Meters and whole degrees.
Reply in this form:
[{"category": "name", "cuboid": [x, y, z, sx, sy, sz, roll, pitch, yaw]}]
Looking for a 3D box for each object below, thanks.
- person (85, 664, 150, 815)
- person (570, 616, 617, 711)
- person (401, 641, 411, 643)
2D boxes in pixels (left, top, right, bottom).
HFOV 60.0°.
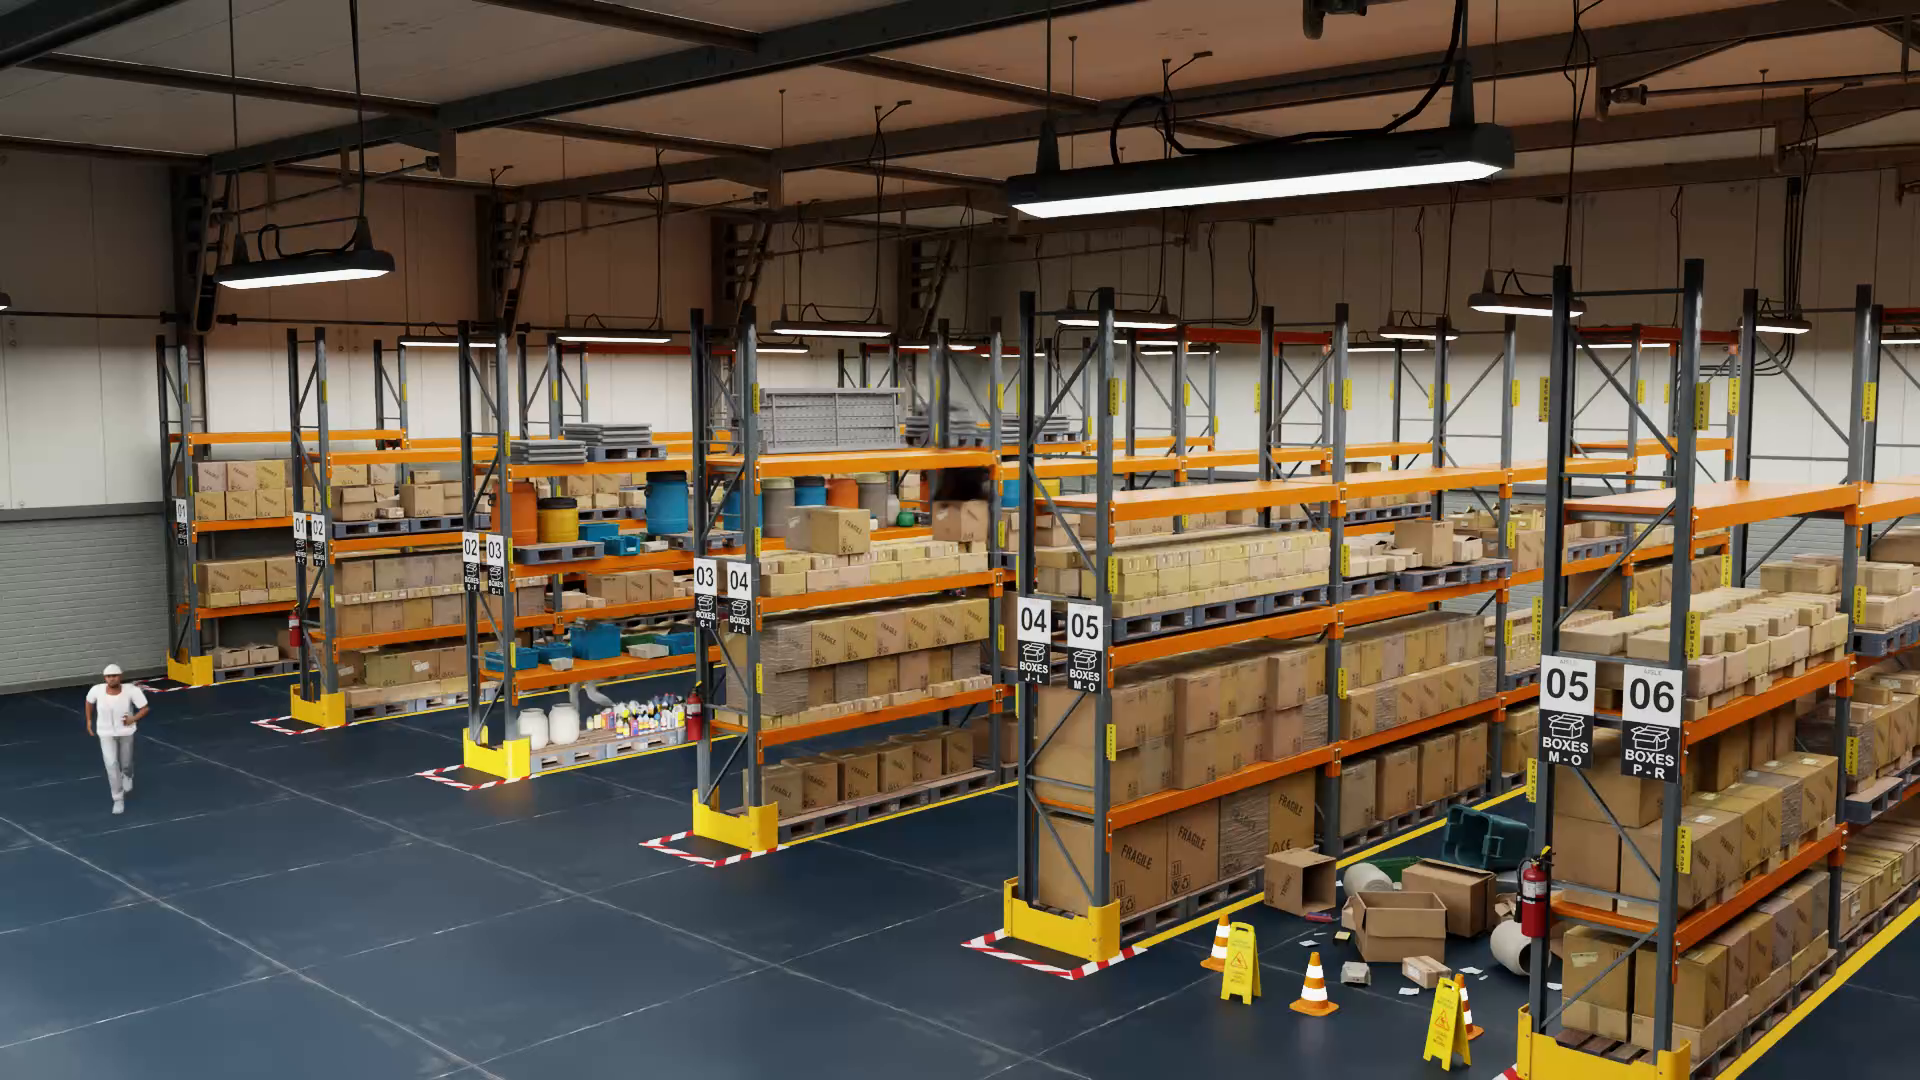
[{"category": "person", "cuboid": [-10.308, 2.377, 20.355, 0.727, 1.762, 1.037, -2, 6, -19]}, {"category": "person", "cuboid": [-5.659, 1.973, 25.034, 0.540, 1.712, 0.929, 4, 7, 37]}, {"category": "person", "cuboid": [-9.675, 1.599, 29.217, 0.665, 1.682, 0.603, 4, 7, 36]}]
